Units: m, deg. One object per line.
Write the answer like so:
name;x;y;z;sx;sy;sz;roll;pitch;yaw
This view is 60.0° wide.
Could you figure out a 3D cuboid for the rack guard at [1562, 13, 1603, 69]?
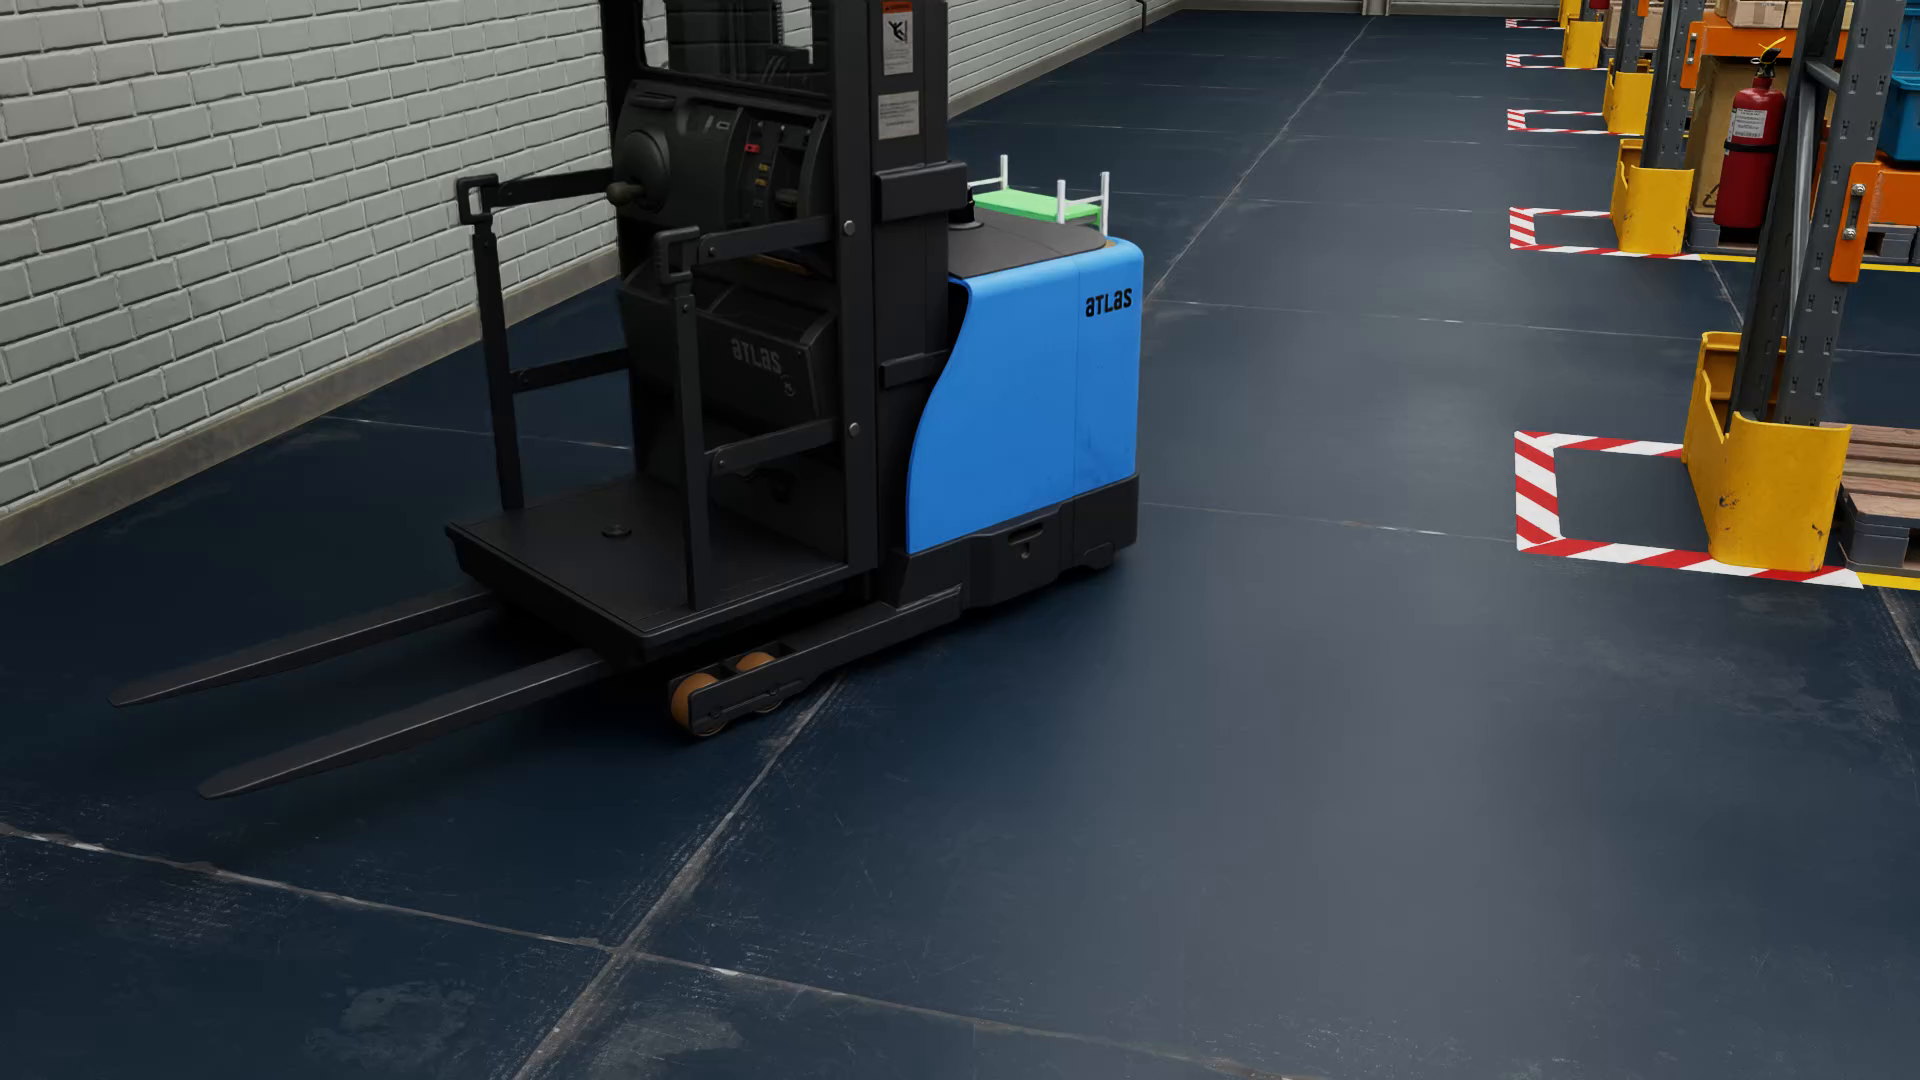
rack guard;7.155;-5.751;19.132;0.348;0.500;1.175;7;23;16

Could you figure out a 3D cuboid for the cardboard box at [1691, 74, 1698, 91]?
cardboard box;6.272;-3.958;14.277;0.250;0.149;0.380;8;23;18

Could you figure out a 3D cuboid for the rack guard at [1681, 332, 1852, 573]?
rack guard;2.858;-0.346;5.956;0.348;0.500;1.175;7;23;16

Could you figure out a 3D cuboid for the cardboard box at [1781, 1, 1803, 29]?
cardboard box;4.806;-3.002;9.467;0.250;0.149;0.380;6;23;15

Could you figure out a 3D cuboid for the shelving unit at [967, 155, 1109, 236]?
shelving unit;0.247;-0.735;5.980;0.258;1.200;0.503;-20;30;-40

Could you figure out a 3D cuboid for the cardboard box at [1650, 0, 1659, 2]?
cardboard box;9.562;-7.422;23.115;0.250;0.149;0.380;6;23;13

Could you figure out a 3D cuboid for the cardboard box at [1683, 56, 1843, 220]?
cardboard box;4.951;-2.475;10.097;0.875;0.875;0.875;7;23;16

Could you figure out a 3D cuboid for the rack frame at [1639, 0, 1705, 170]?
rack frame;4.315;-3.304;9.873;0.127;3.000;1.000;7;23;16

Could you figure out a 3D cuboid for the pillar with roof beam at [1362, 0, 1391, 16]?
pillar with roof beam;5.043;-10.543;19.616;0.400;9.000;9.100;7;23;16

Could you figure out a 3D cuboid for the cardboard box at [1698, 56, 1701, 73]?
cardboard box;6.248;-4.065;14.147;0.250;0.149;0.380;5;23;13

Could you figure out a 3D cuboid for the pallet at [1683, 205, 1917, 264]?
pallet;5.103;-1.955;10.258;1.213;0.211;1.003;7;23;16

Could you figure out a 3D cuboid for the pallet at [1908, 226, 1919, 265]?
pallet;6.267;-1.821;9.930;1.213;0.211;1.003;7;23;16

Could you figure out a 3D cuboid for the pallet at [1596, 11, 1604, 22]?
pallet;9.444;-7.323;23.345;1.213;0.211;1.003;7;23;16

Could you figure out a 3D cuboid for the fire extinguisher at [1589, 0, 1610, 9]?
fire extinguisher;5.737;-5.082;14.801;0.183;0.674;0.296;7;23;16

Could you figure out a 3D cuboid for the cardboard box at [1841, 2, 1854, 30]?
cardboard box;5.051;-2.974;9.398;0.250;0.149;0.380;6;23;14

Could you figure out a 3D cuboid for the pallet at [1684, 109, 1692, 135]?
pallet;6.685;-3.695;14.500;1.213;0.211;1.003;7;23;16

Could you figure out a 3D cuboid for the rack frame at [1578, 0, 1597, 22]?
rack frame;7.178;-6.905;18.651;0.127;3.000;1.000;7;23;16

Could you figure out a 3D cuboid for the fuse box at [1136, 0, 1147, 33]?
fuse box;2.519;-7.666;22.204;0.414;1.711;0.539;7;23;16

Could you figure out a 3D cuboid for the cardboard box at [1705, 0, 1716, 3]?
cardboard box;10.451;-7.443;22.703;0.500;0.500;0.500;7;23;17

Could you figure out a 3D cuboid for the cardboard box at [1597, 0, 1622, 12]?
cardboard box;9.166;-7.647;23.195;0.637;0.503;0.797;6;23;13

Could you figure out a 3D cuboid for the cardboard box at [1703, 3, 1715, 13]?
cardboard box;8.717;-5.781;18.733;0.875;0.438;0.875;7;23;17

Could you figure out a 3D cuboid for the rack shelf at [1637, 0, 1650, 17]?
rack shelf;7.759;-4.543;13.842;4.000;0.370;1.077;7;23;16

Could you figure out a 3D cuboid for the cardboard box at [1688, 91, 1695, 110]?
cardboard box;6.254;-3.797;14.277;0.250;0.149;0.380;7;23;17

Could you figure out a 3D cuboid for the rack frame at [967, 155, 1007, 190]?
rack frame;0.079;-0.802;6.144;0.240;1.200;0.015;-20;30;-40

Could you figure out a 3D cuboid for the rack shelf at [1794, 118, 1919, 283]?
rack shelf;4.799;-0.953;5.088;4.000;0.370;1.077;7;23;16

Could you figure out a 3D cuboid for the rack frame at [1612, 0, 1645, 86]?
rack frame;5.845;-5.095;14.240;0.127;3.000;1.000;7;23;16

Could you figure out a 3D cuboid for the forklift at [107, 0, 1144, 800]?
forklift;-0.827;-1.050;4.467;3.031;2.935;1.130;-20;29;-39

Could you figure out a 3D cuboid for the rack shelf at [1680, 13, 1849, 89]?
rack shelf;6.230;-2.752;9.475;4.000;0.370;1.077;7;23;16

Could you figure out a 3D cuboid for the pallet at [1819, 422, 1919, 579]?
pallet;3.663;-0.110;5.761;1.213;0.211;1.003;7;23;16

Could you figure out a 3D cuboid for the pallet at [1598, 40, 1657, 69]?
pallet;7.966;-5.556;19.036;1.213;0.211;1.003;7;23;16

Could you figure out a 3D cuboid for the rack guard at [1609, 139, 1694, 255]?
rack guard;4.292;-2.151;10.354;0.348;0.500;1.175;7;23;16

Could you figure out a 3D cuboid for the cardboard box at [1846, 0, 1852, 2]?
cardboard box;5.196;-3.167;9.345;0.500;0.250;0.500;6;23;15

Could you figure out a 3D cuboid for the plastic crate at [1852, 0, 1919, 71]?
plastic crate;3.259;-1.580;5.544;0.499;0.435;0.616;7;23;16

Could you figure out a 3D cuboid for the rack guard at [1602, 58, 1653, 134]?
rack guard;5.917;-3.931;14.694;0.348;0.500;1.175;7;23;16

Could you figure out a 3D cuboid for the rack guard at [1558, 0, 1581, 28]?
rack guard;8.681;-7.544;23.503;0.348;0.500;1.175;7;23;16

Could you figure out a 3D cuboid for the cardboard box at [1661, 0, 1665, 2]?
cardboard box;9.973;-7.537;22.933;0.500;0.500;0.700;8;23;18

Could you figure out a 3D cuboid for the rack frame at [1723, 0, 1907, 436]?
rack frame;2.884;-1.505;5.486;0.127;3.000;1.000;7;23;16

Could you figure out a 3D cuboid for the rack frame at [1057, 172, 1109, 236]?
rack frame;0.415;-0.667;5.816;0.240;1.200;0.015;-20;30;-40

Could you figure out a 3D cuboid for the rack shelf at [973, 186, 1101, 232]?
rack shelf;0.247;-1.120;5.822;0.258;0.148;0.480;-20;30;-40

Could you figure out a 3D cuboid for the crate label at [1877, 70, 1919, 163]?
crate label;3.026;-1.309;5.149;0.303;0.233;0.416;7;23;16

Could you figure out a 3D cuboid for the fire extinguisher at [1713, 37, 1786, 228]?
fire extinguisher;2.871;-1.478;6.015;0.183;0.674;0.296;7;23;16

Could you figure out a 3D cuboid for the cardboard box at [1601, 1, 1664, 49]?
cardboard box;7.839;-5.878;18.970;0.875;0.438;0.875;6;23;14

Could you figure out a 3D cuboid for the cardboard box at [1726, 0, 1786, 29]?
cardboard box;4.560;-3.029;9.534;0.250;0.149;0.380;7;23;16

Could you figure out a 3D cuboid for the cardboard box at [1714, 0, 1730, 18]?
cardboard box;4.751;-3.269;10.118;0.250;0.149;0.380;7;23;17
